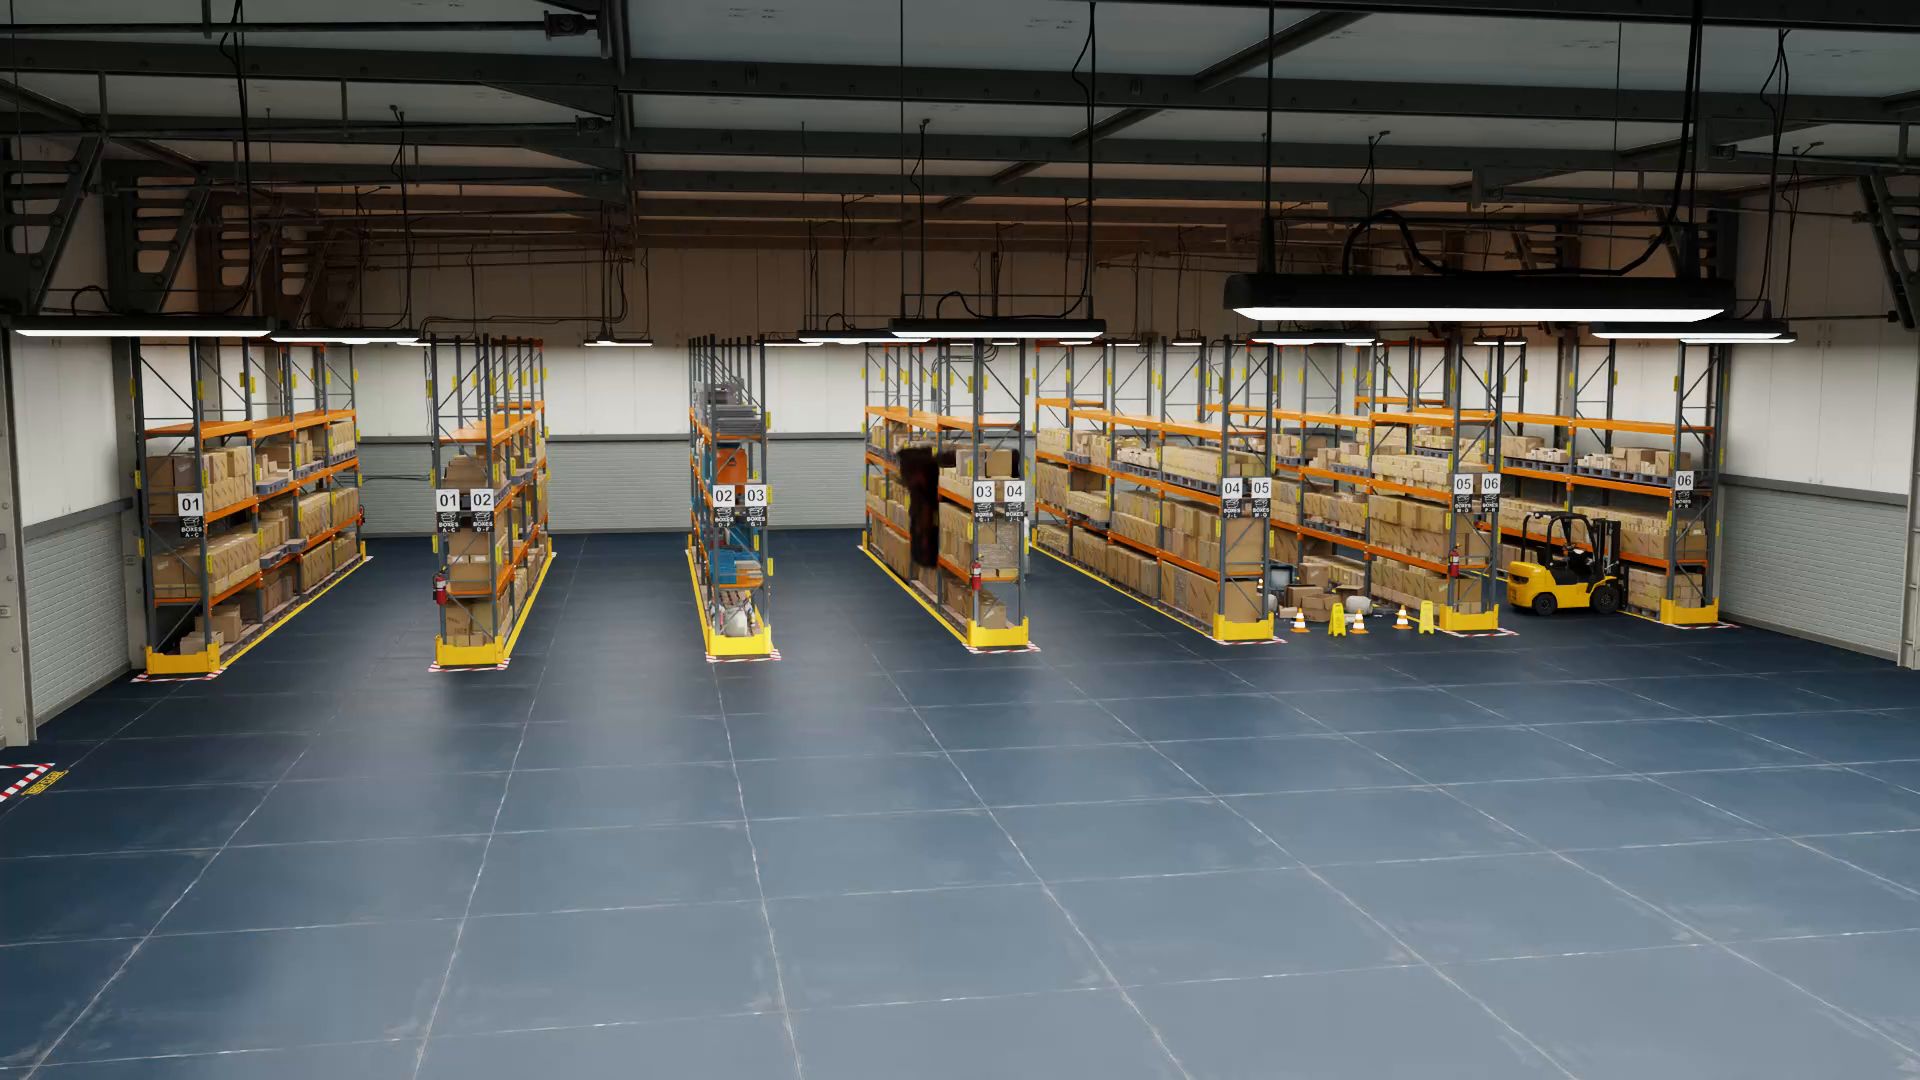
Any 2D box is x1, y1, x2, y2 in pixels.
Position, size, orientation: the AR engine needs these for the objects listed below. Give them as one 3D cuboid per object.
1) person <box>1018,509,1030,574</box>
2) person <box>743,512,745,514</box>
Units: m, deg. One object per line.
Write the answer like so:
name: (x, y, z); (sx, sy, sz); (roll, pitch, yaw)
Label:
person: (1.606, 0.026, 42.432); (0.349, 1.696, 0.554); (-2, 7, -13)
person: (-6.239, -0.698, 48.251); (0.655, 1.758, 0.582); (-1, 7, -9)
